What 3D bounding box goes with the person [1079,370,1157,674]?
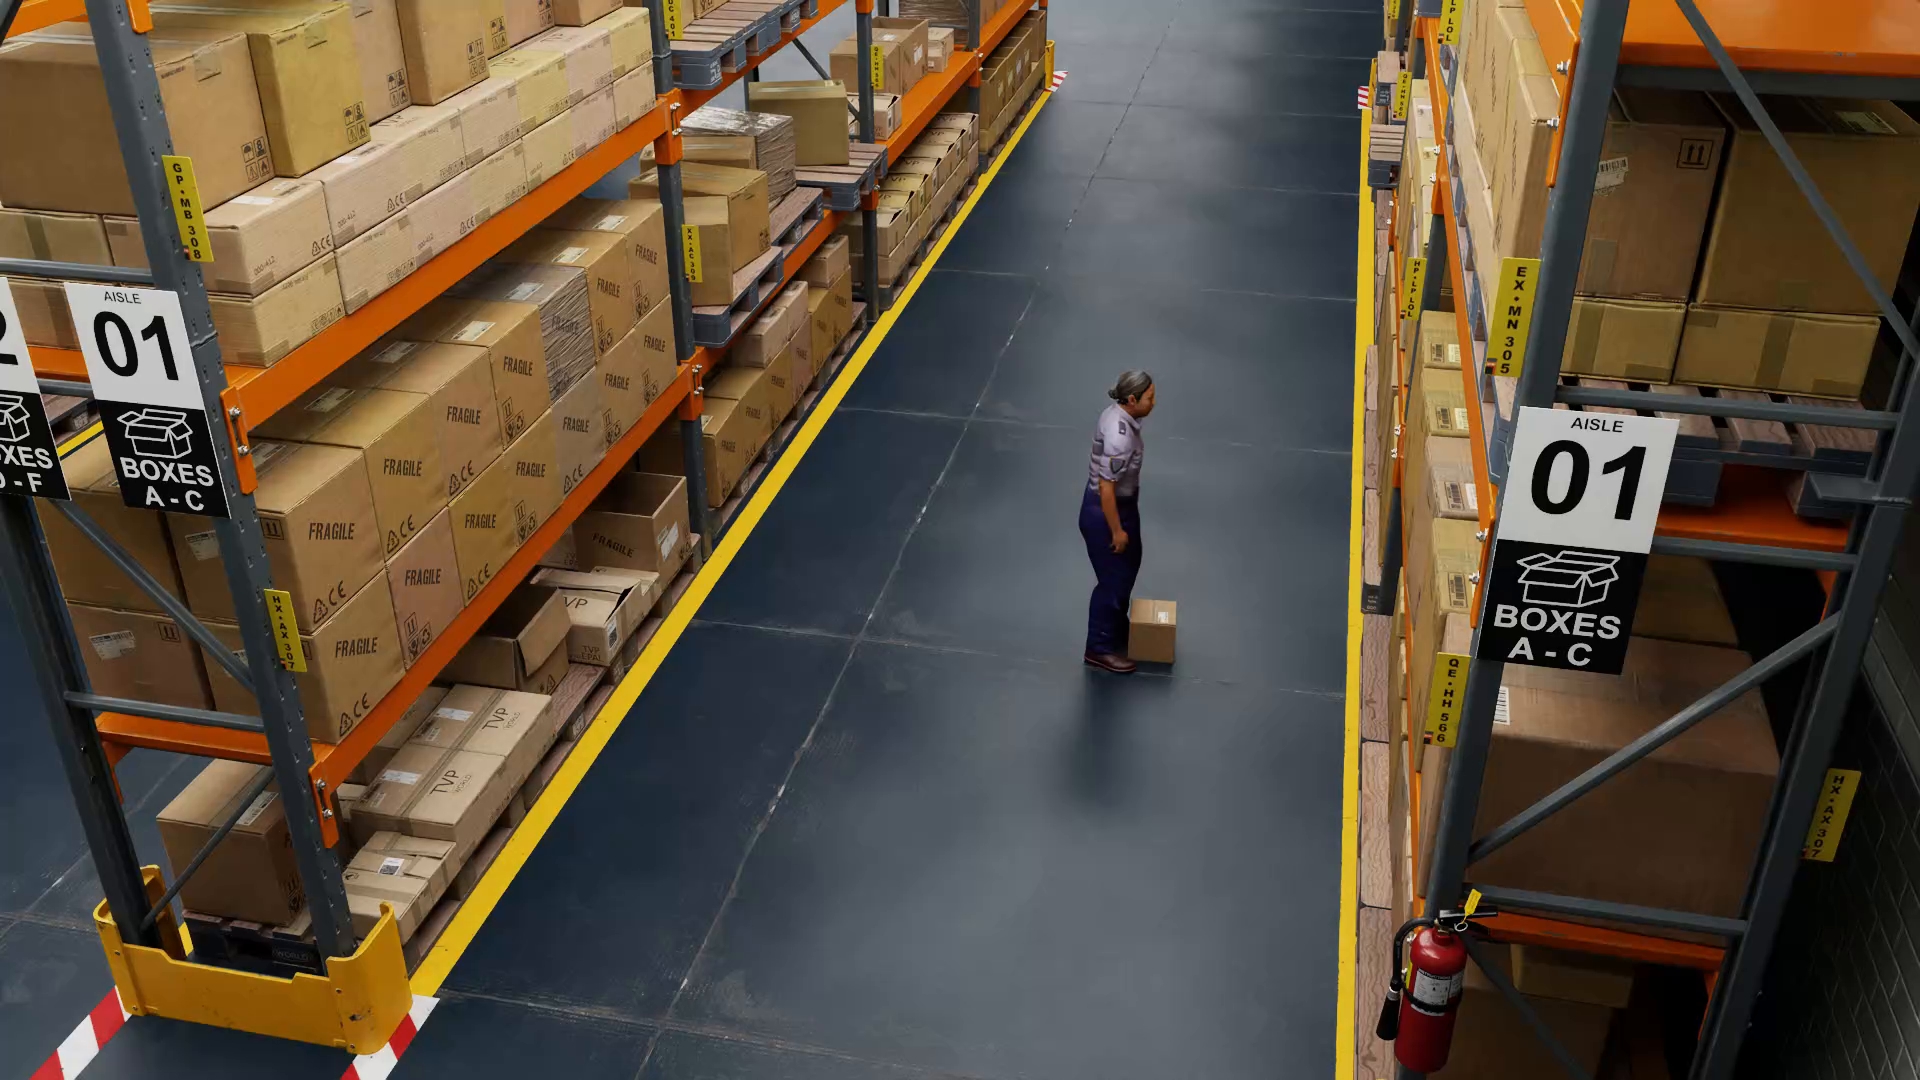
[{"bbox_3d":[0.851,-0.132,8.859,0.416,1.652,0.553,5,29,9],"label":"person"}]
